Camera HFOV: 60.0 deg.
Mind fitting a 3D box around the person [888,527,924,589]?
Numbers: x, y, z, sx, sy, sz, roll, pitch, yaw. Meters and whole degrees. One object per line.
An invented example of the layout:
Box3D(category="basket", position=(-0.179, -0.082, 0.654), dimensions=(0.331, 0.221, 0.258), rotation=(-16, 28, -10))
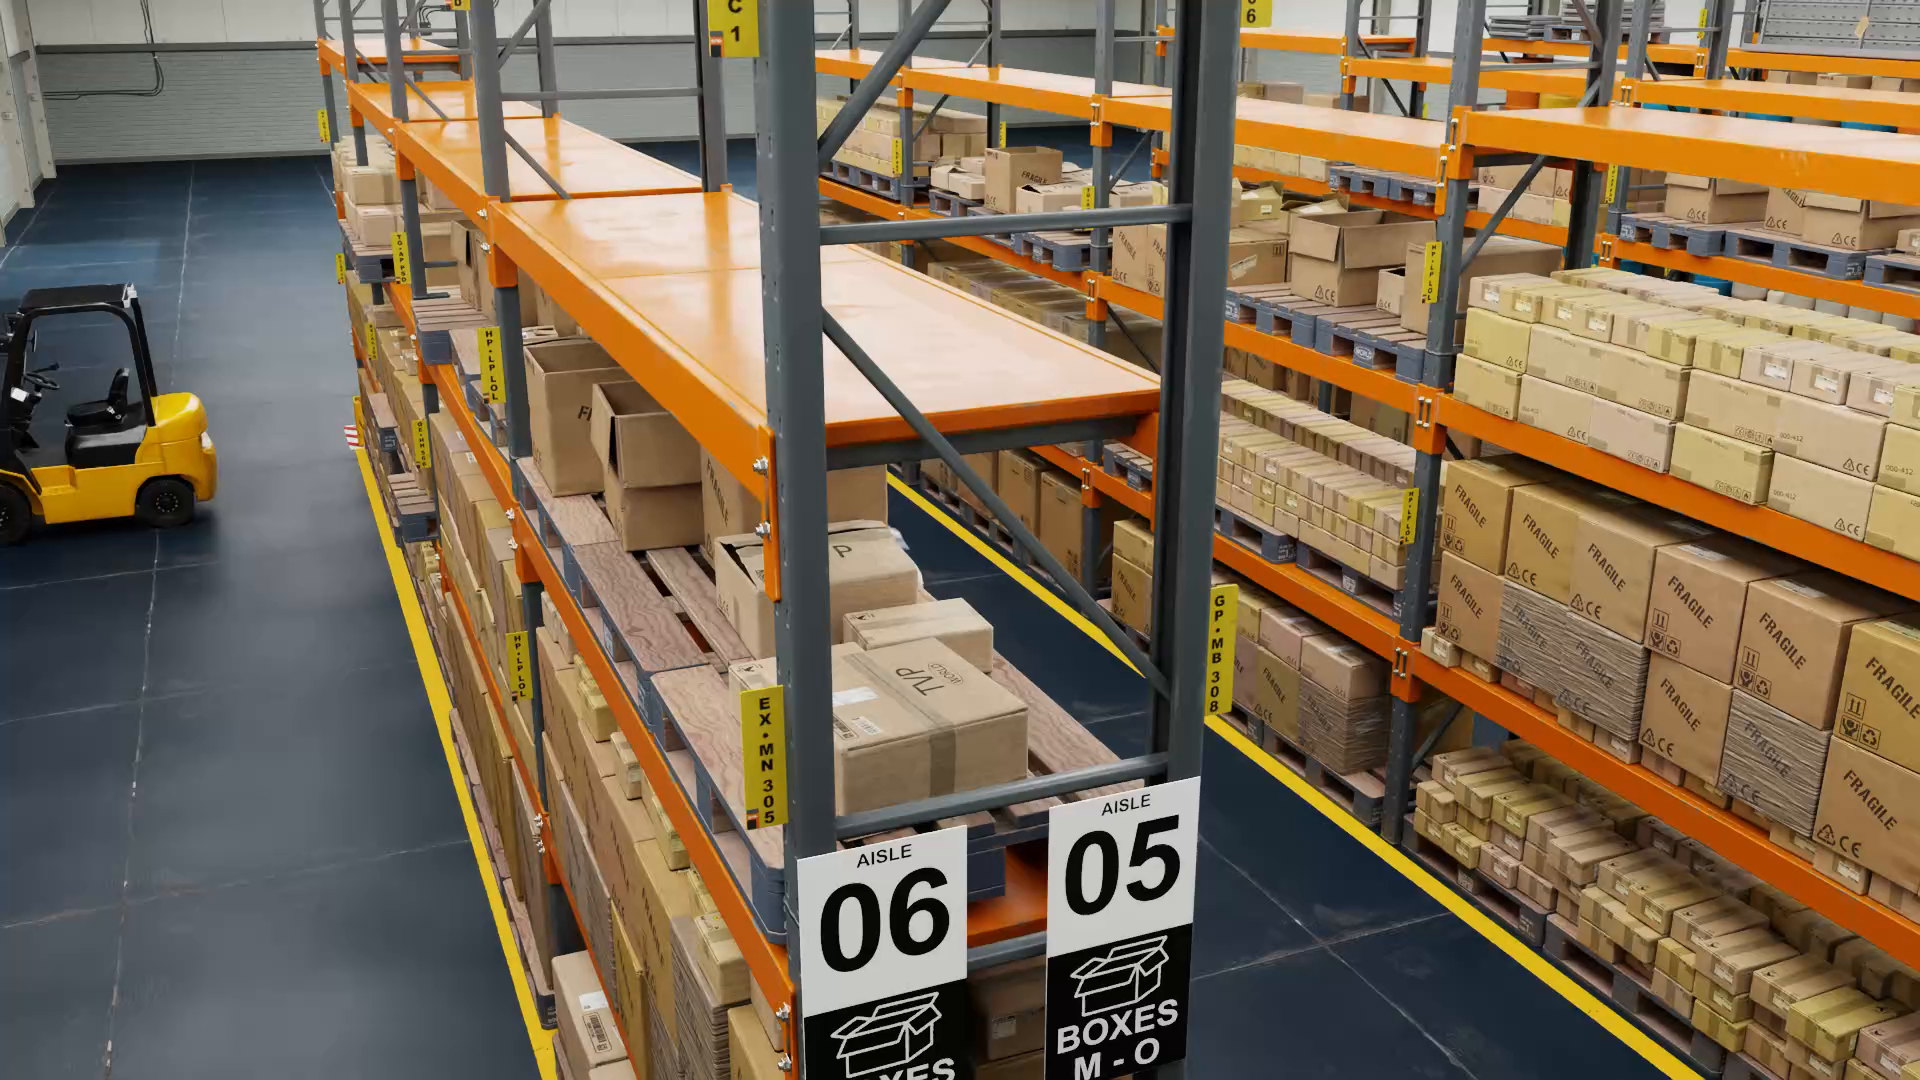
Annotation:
Box3D(category="person", position=(-0.426, 0.757, 10.668), dimensions=(0.481, 1.727, 0.491), rotation=(-5, 20, -15))
